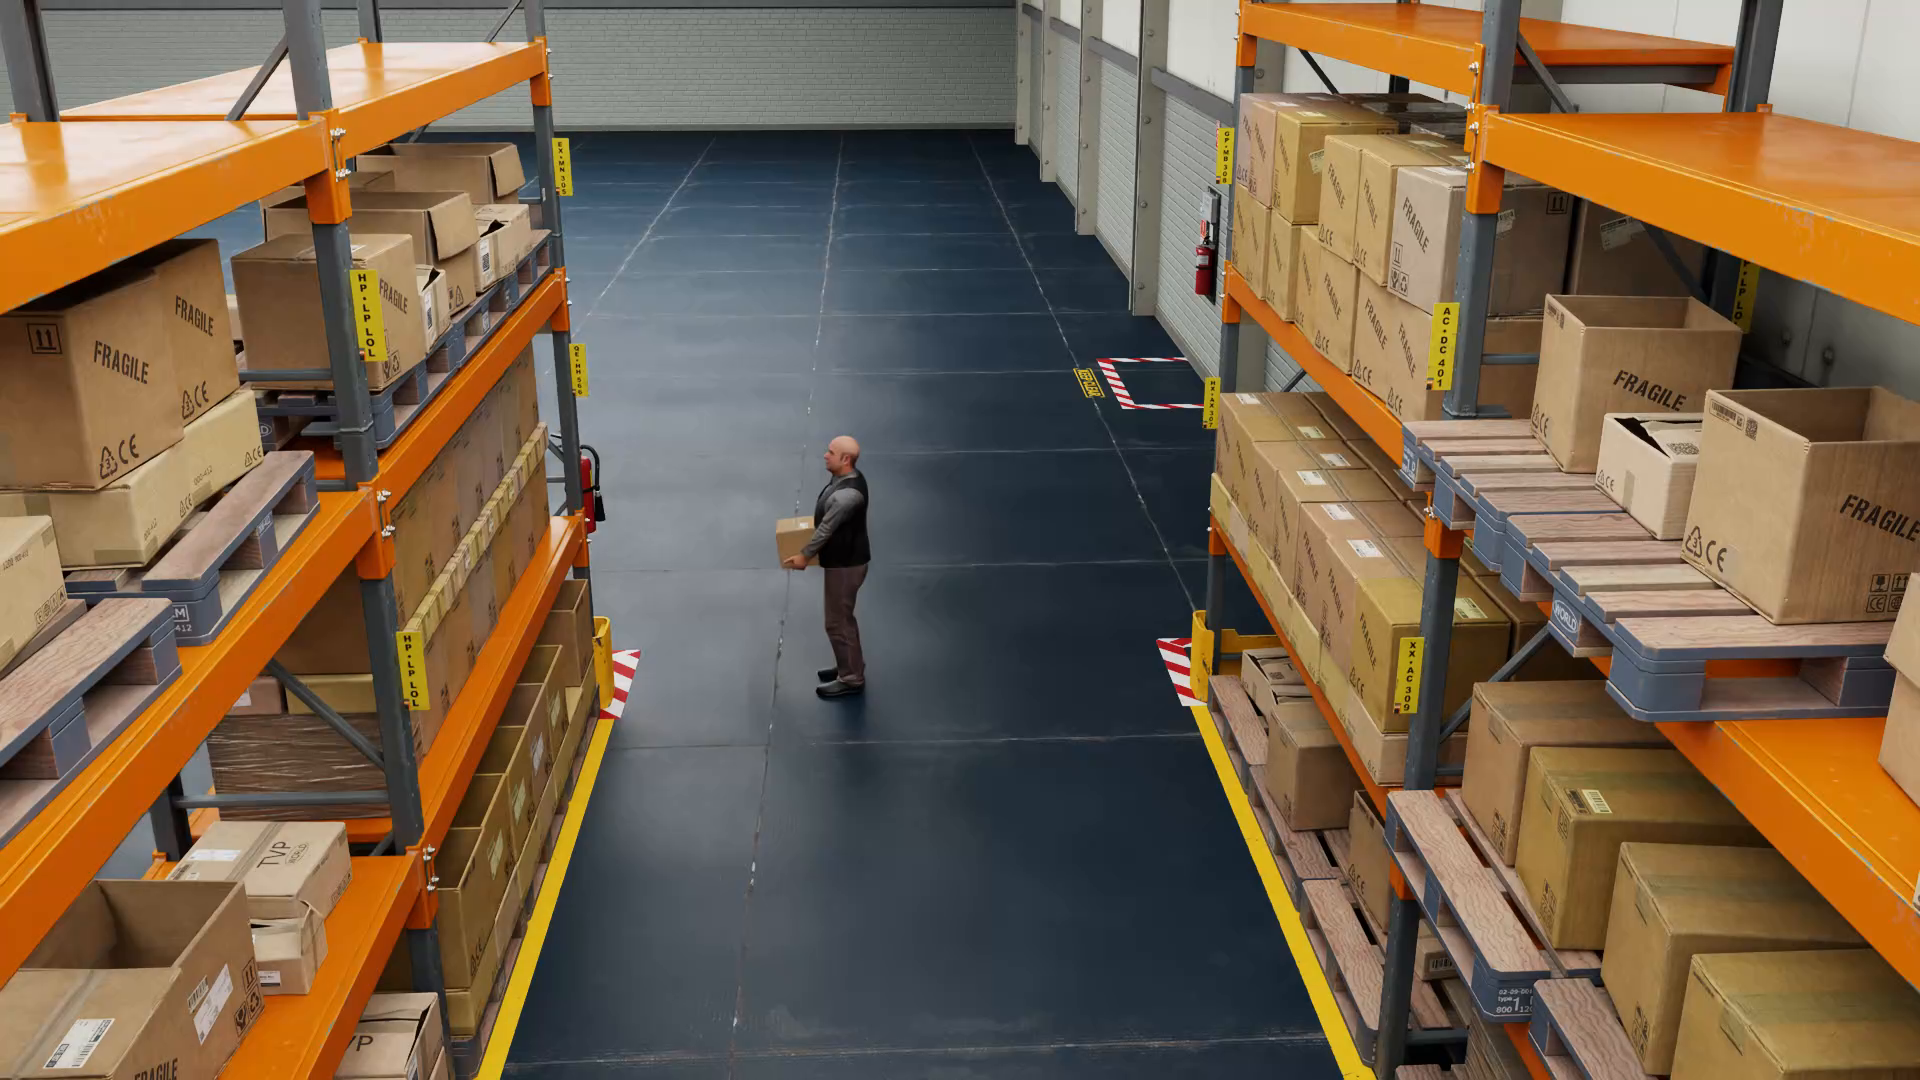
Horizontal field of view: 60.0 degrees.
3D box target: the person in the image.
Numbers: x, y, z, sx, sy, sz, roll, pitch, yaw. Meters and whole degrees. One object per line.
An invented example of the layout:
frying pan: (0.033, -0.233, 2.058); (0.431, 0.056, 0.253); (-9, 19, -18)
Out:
person: (-0.849, 0.160, 10.687); (0.555, 1.718, 0.495); (-1, 20, -3)
